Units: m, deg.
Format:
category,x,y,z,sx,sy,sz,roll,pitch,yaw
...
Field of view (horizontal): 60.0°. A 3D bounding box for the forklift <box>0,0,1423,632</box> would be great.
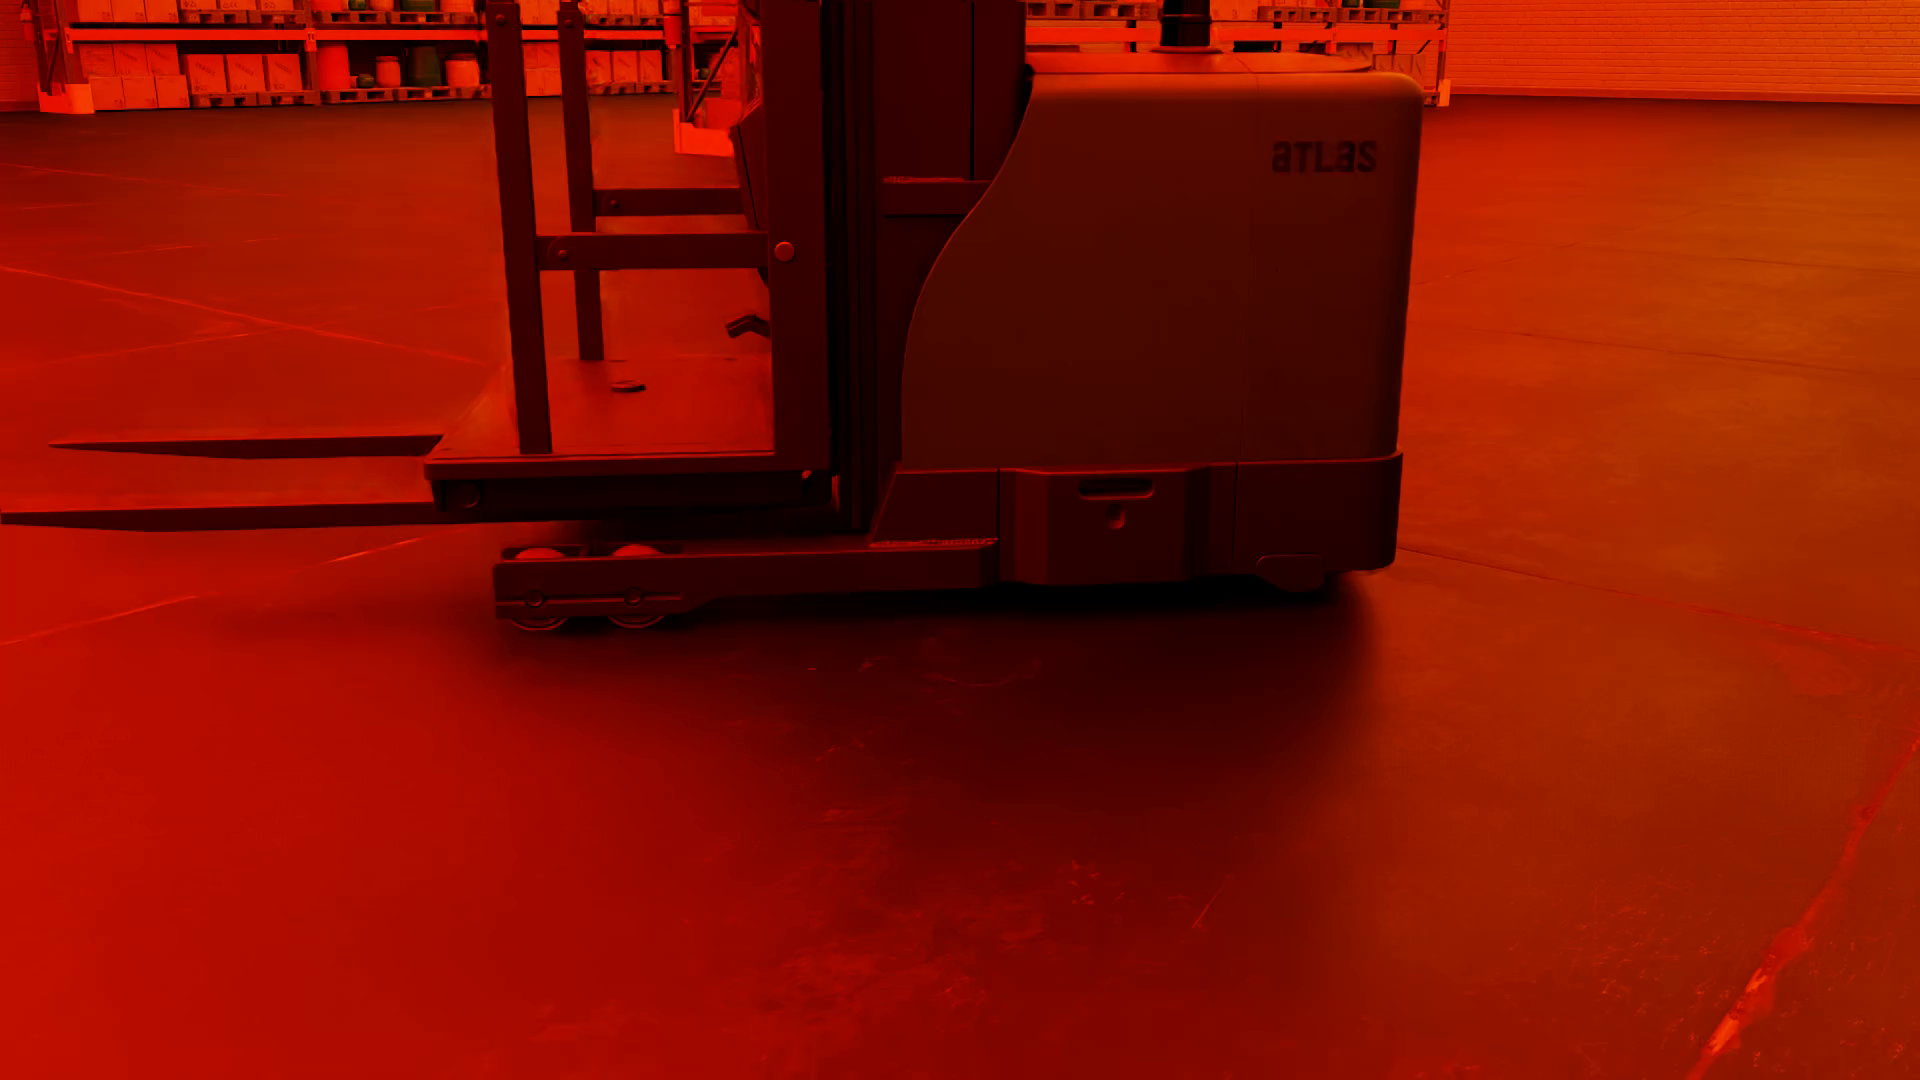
category,x,y,z,sx,sy,sz,roll,pitch,yaw
forklift,-0.618,-1.379,3.439,3.031,2.935,1.130,-2,17,-5
